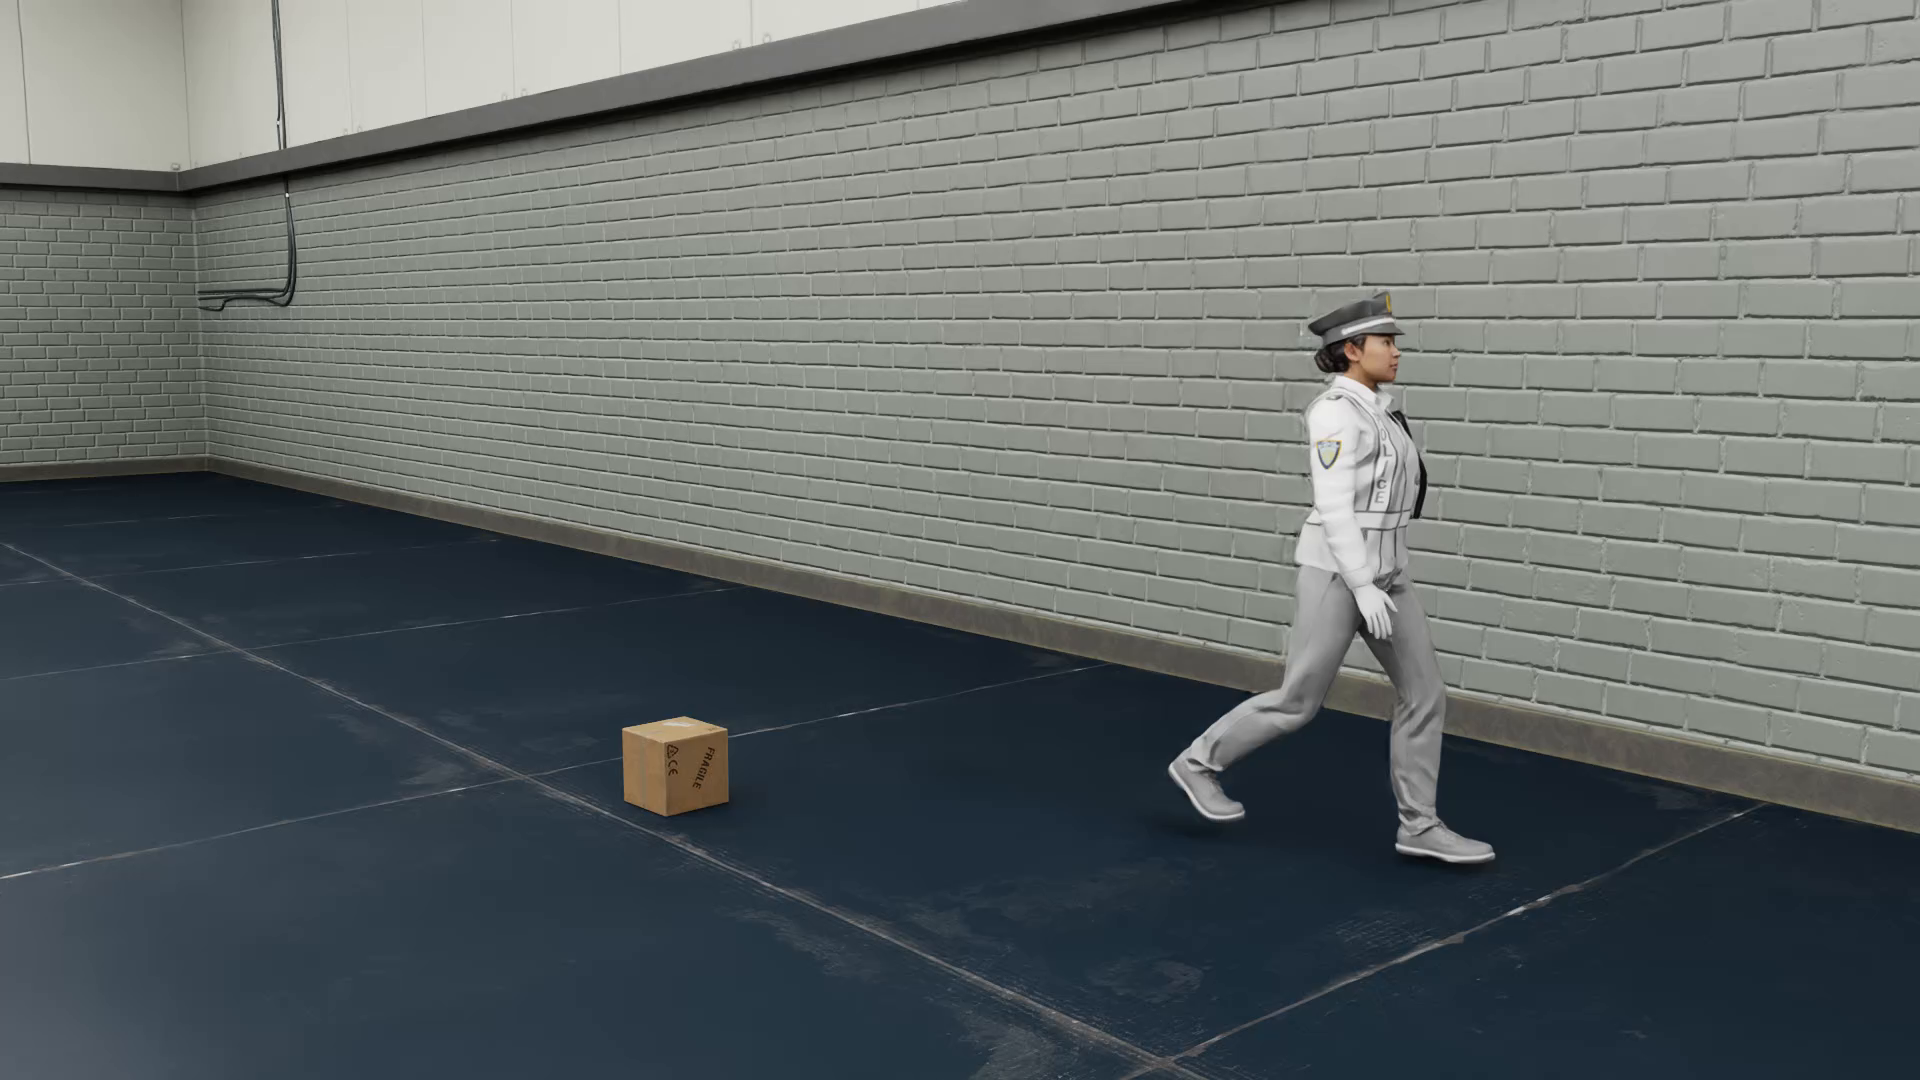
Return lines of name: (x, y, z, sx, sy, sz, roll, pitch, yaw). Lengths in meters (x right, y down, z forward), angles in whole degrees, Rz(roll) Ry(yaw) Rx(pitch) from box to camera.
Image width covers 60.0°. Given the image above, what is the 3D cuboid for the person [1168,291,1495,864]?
person: (1.118, 0.096, 4.911, 0.956, 1.647, 0.503, 5, 9, 34)
